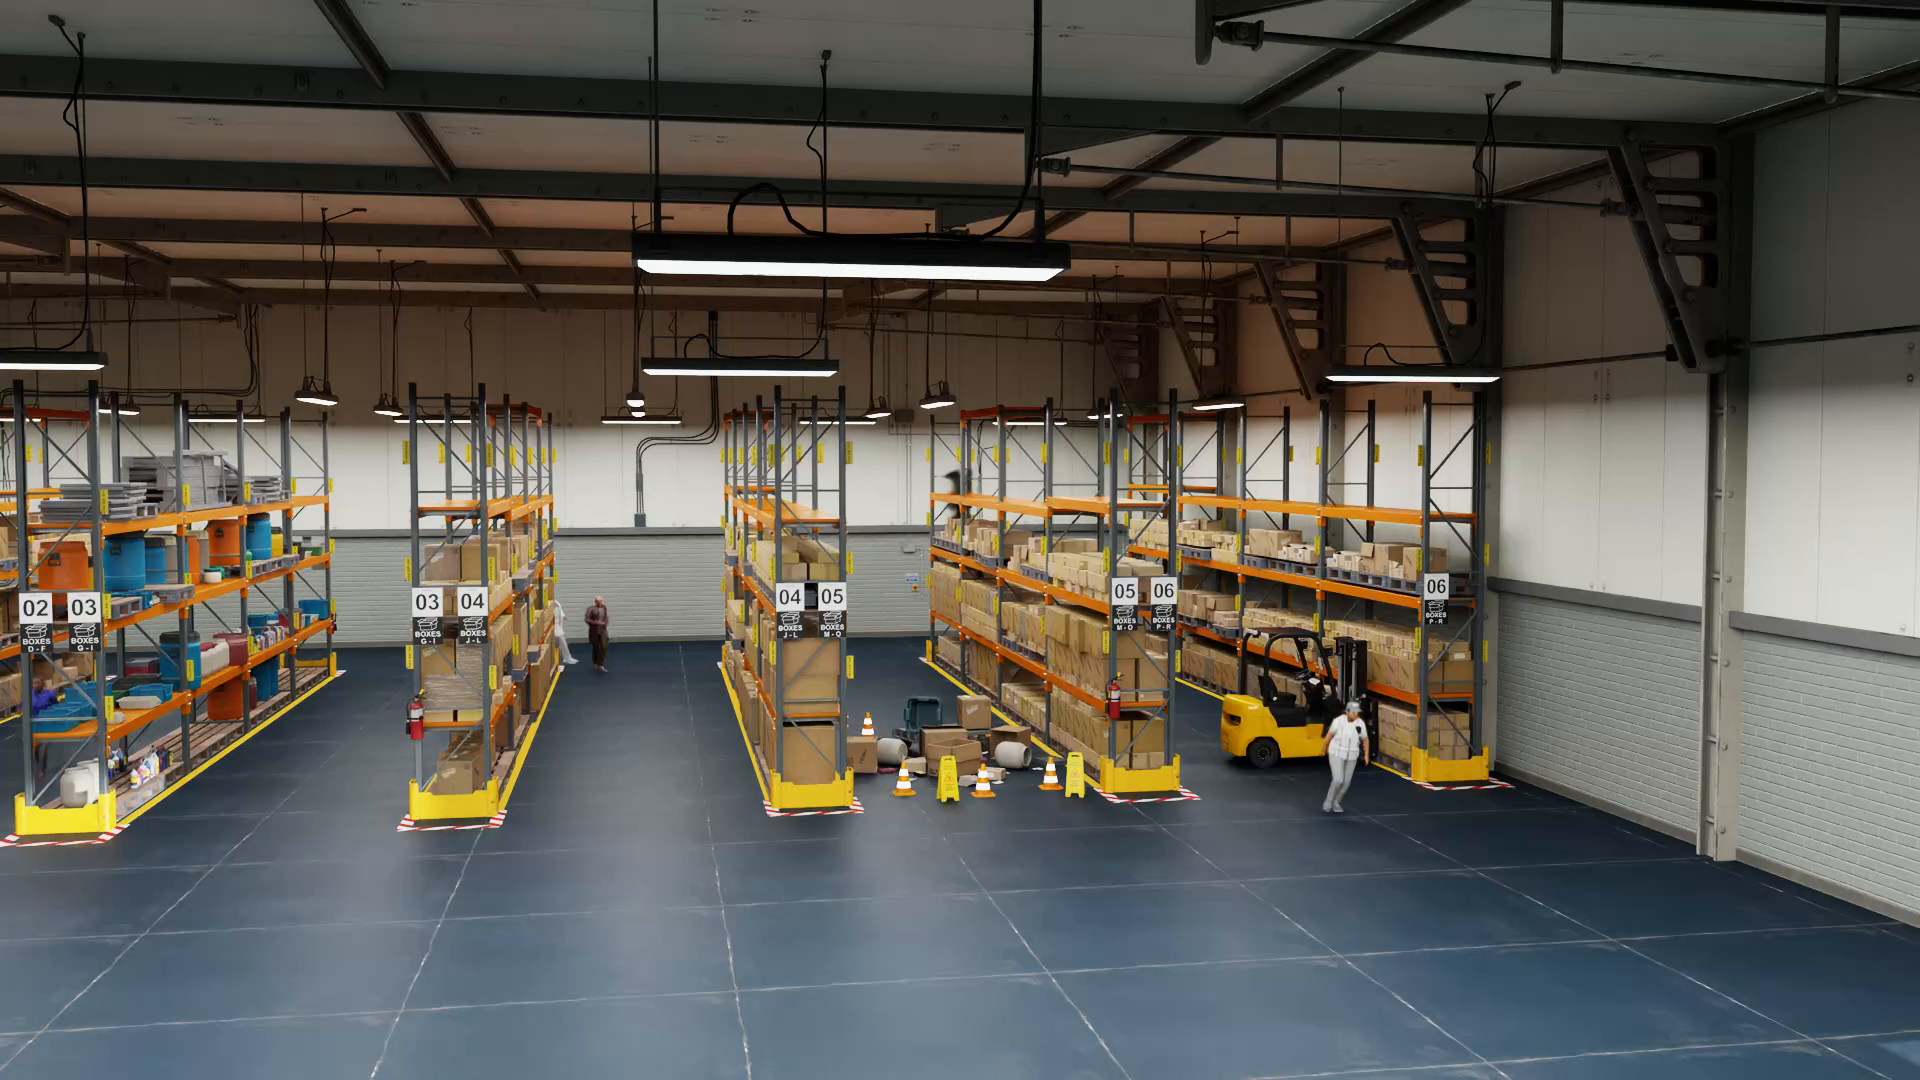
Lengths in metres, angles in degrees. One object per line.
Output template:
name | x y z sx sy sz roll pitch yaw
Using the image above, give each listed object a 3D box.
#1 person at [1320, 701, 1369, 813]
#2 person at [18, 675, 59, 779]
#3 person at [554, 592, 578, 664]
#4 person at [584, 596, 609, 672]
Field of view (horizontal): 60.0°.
person | 5.375 3.023 23.166 0.594 1.606 0.706 0 3 -8
person | -14.359 2.946 25.955 0.577 1.502 0.728 -1 3 -25
person | -9.712 2.090 39.896 1.034 1.752 0.767 1 3 15
person | -8.480 2.164 38.683 0.663 1.772 0.905 -2 3 -32
